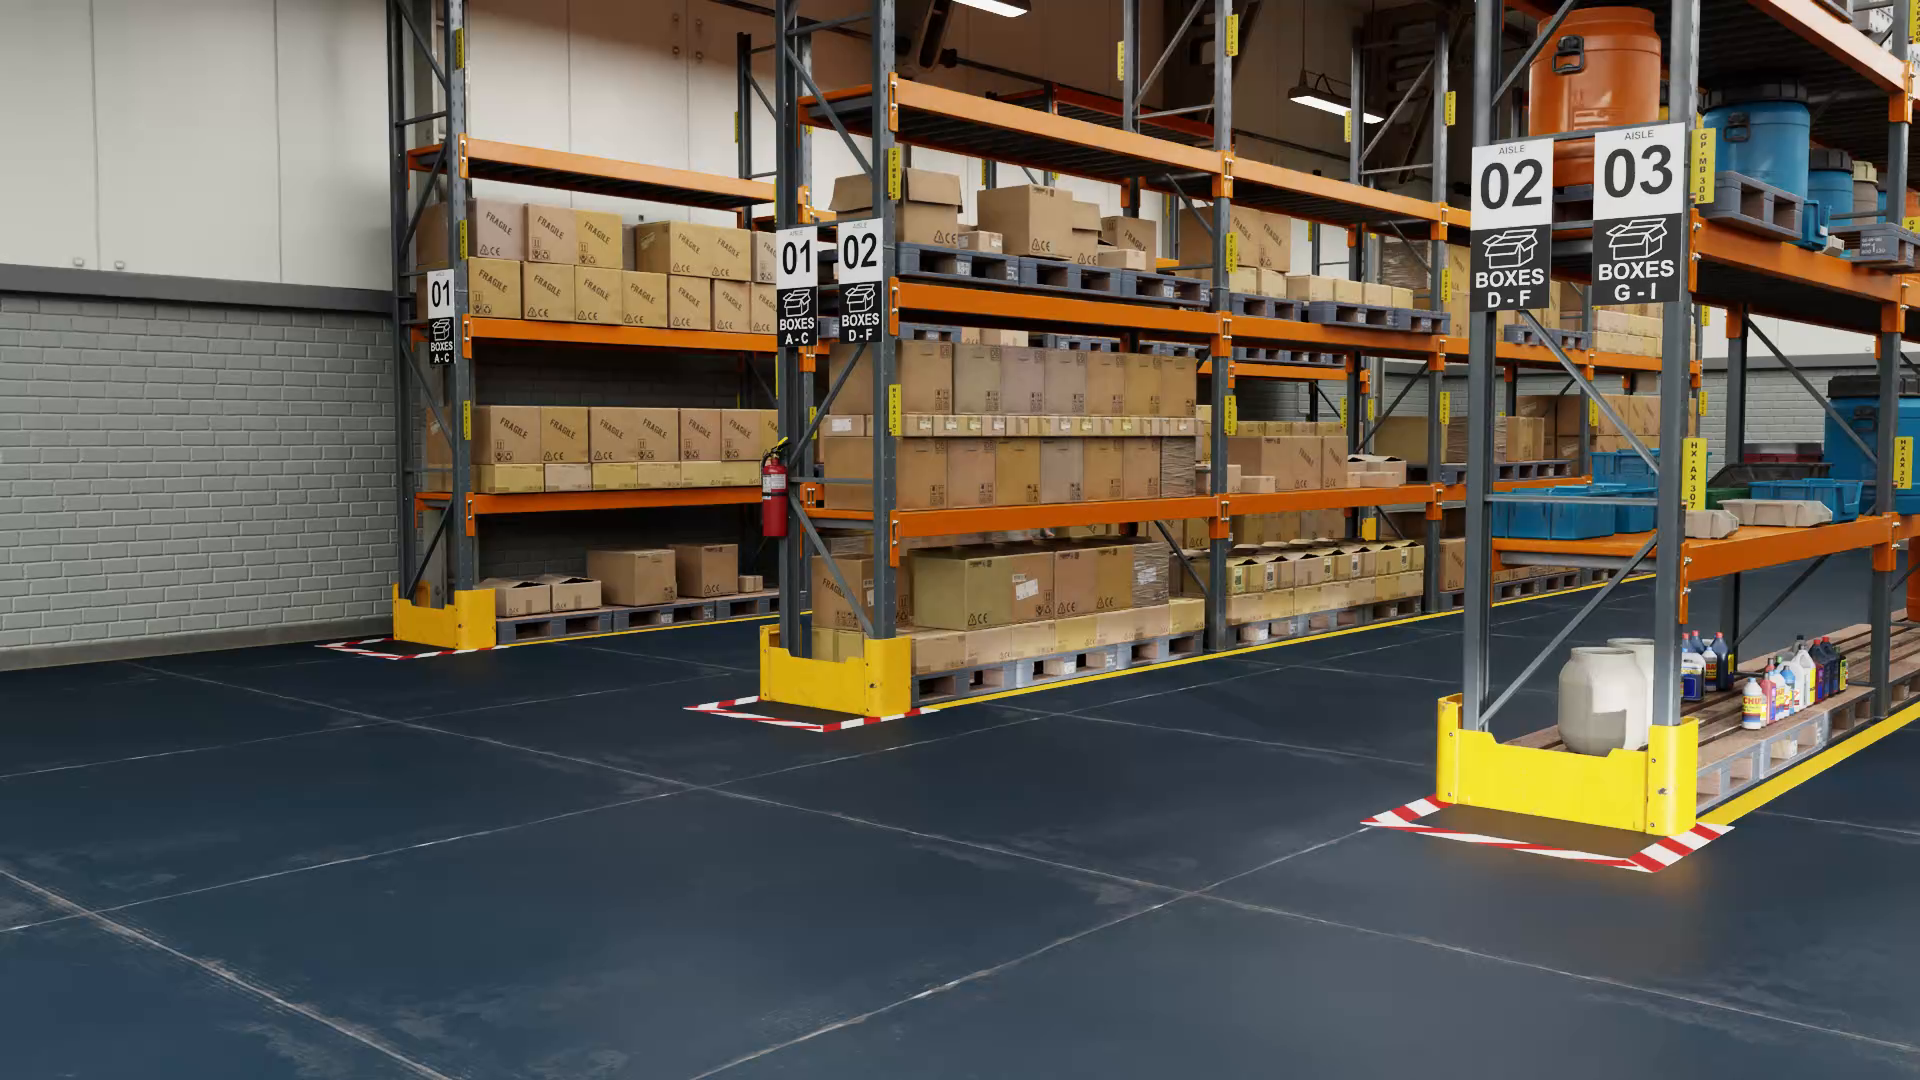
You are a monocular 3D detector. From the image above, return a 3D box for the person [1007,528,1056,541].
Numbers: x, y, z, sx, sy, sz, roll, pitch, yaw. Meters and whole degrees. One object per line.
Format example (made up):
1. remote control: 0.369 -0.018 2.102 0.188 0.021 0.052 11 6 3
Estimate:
1. person: 0.714 -0.037 16.685 0.426 1.603 0.468 3 5 42
